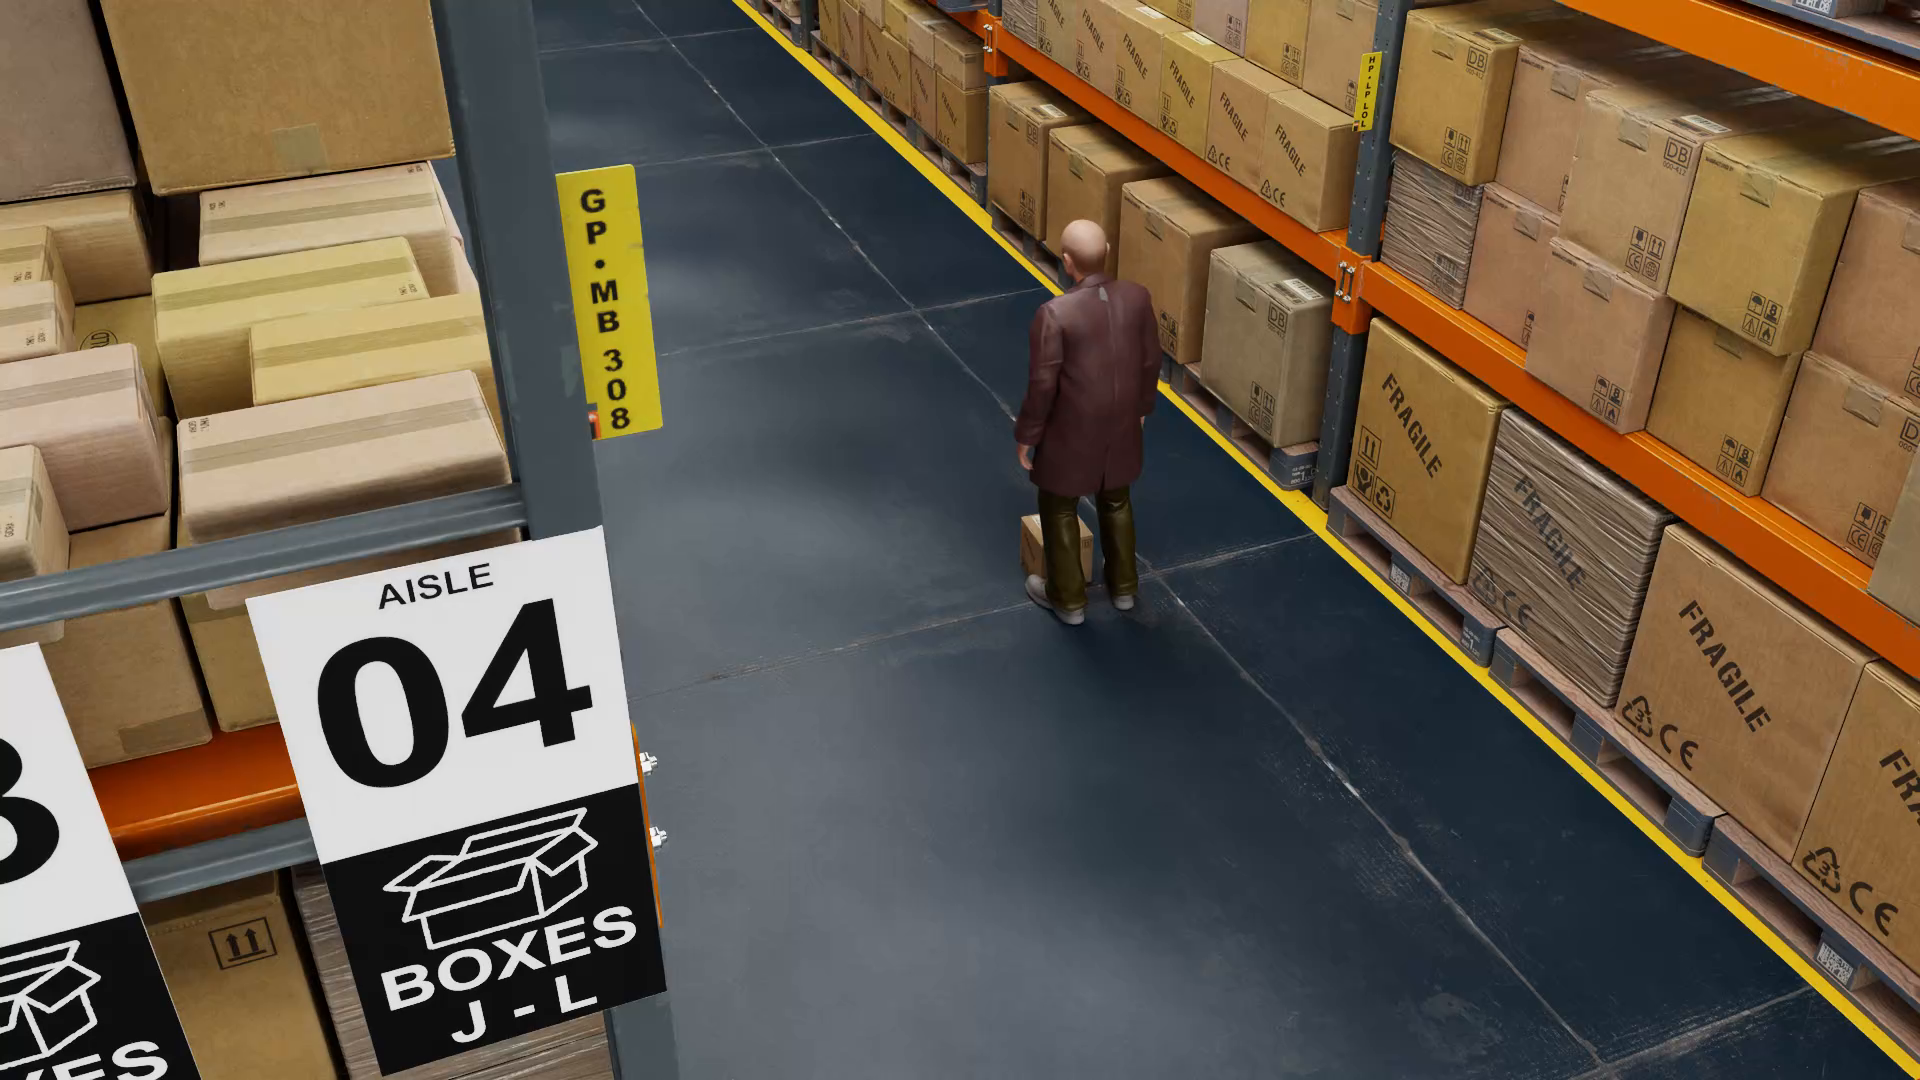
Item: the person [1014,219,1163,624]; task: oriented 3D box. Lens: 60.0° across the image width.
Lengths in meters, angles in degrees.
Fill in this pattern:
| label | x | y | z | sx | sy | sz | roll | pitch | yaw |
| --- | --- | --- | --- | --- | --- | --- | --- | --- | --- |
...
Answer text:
| label | x | y | z | sx | sy | sz | roll | pitch | yaw |
| --- | --- | --- | --- | --- | --- | --- | --- | --- | --- |
| person | 0.520 | -0.469 | 6.874 | 0.654 | 1.774 | 0.421 | -15 | 36 | -21 |
